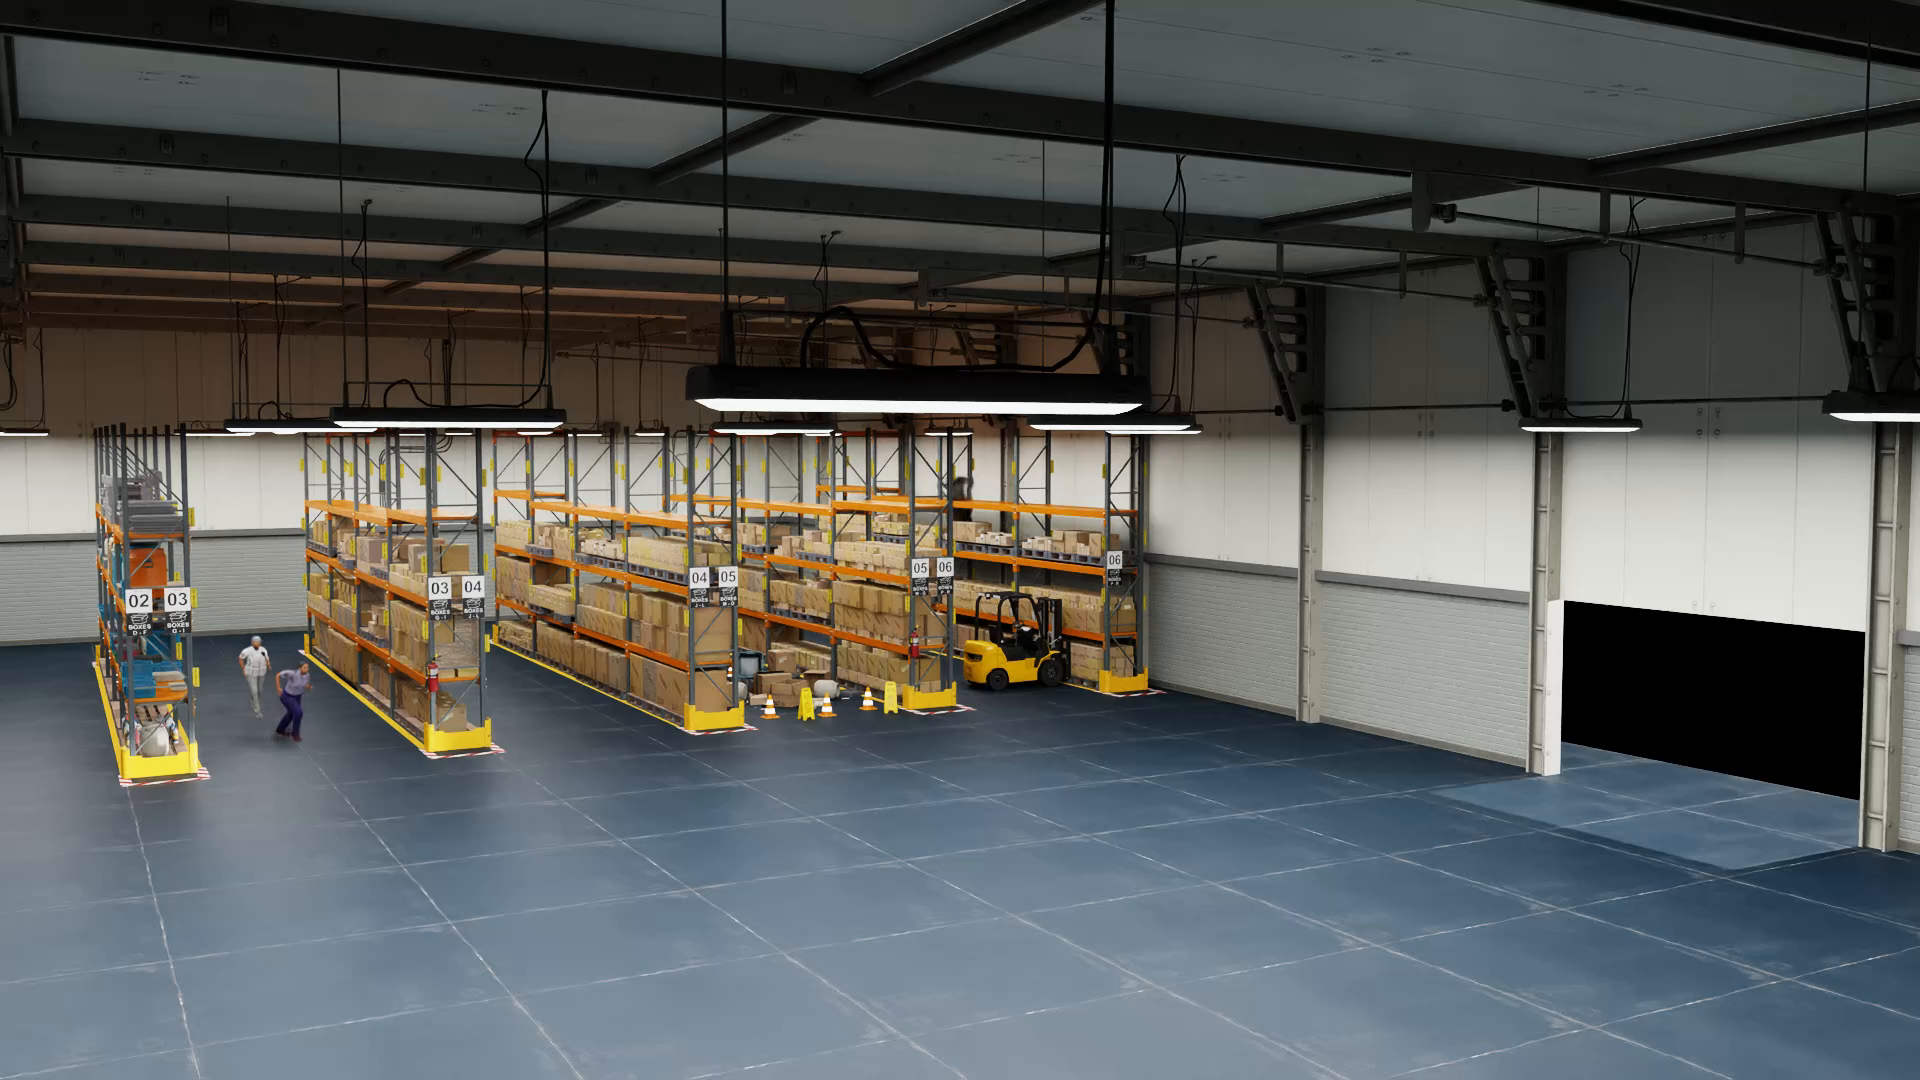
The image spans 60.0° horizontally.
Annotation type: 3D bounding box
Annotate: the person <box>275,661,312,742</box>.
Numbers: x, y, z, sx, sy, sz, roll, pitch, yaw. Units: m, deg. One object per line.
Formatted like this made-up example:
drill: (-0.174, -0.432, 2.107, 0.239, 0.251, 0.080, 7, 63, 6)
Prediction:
person: (-12.711, 3.070, 31.582, 0.954, 1.590, 0.654, 2, 4, 27)

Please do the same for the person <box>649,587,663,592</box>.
person: (-9.155, 1.826, 50.311, 0.789, 1.730, 0.710, -2, 4, -31)

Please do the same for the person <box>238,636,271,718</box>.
person: (-14.652, 2.815, 34.542, 0.890, 1.670, 0.582, 3, 5, 45)
